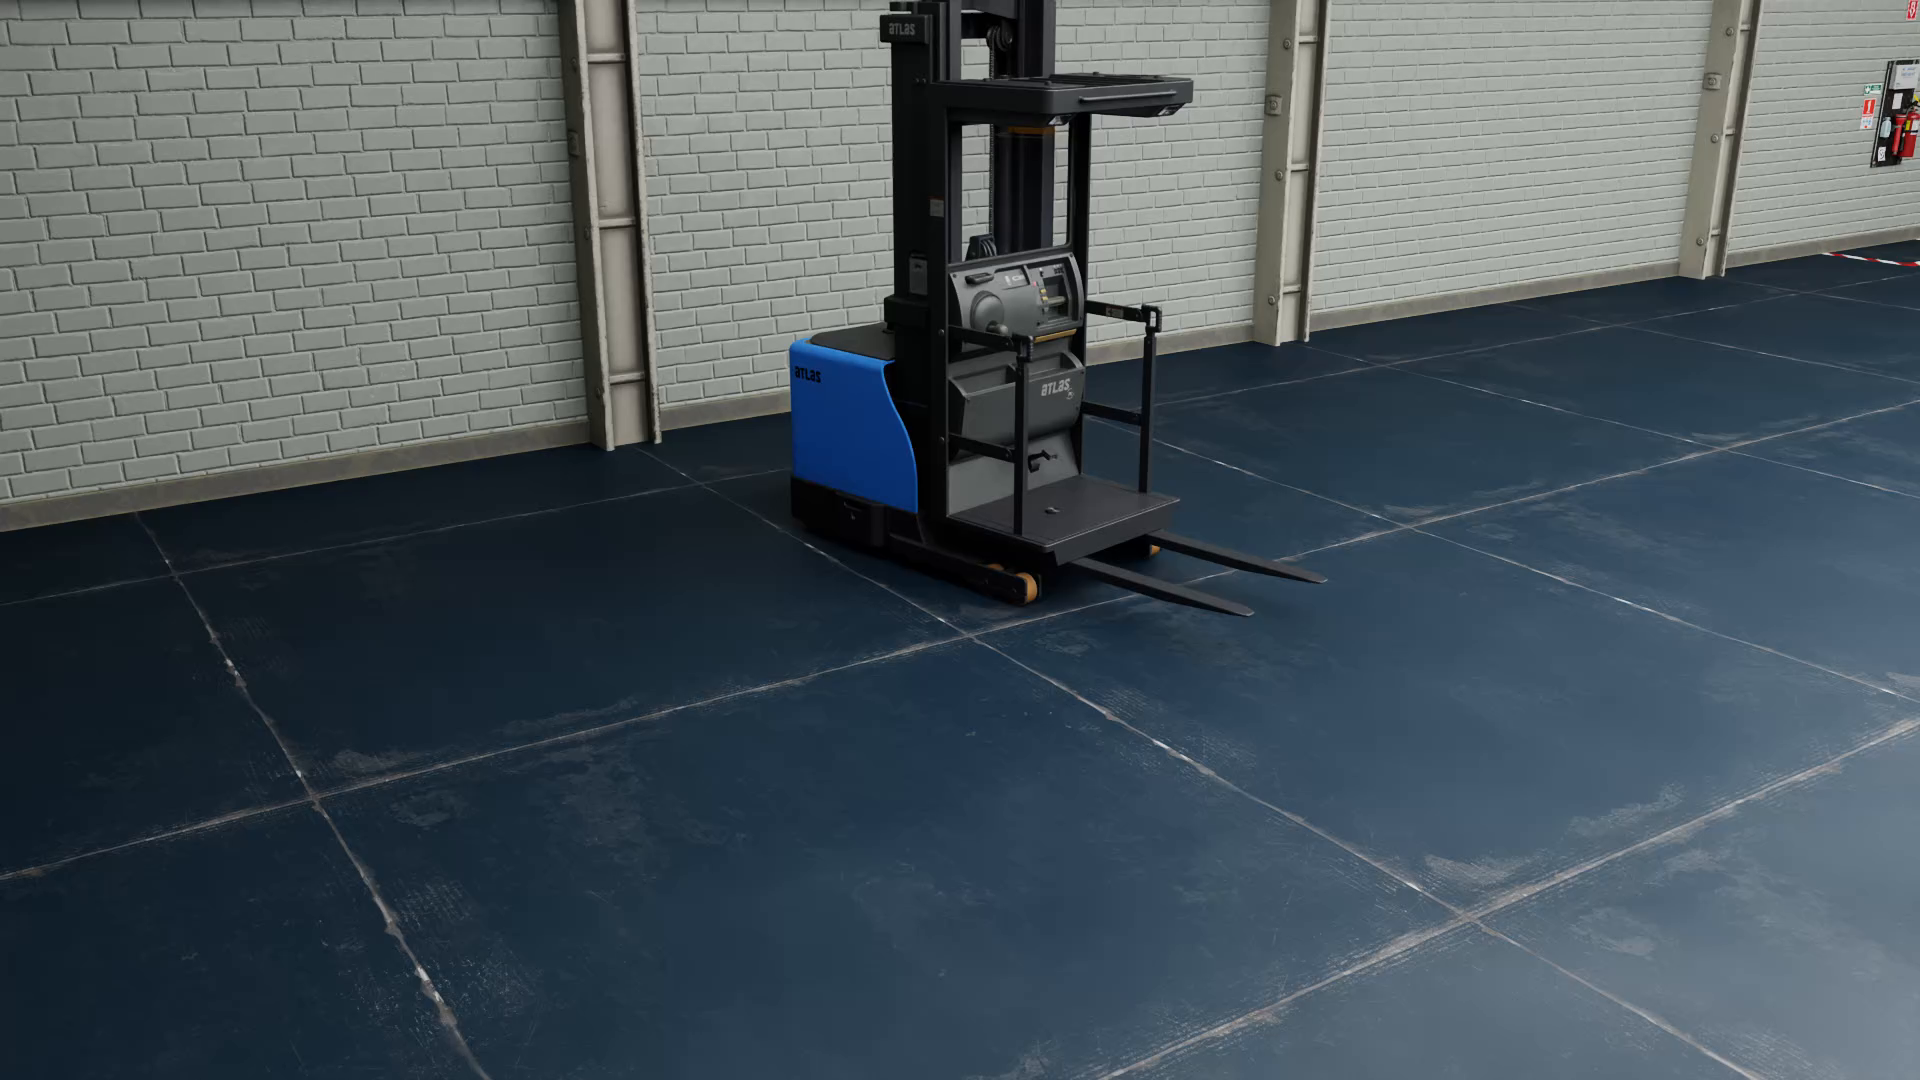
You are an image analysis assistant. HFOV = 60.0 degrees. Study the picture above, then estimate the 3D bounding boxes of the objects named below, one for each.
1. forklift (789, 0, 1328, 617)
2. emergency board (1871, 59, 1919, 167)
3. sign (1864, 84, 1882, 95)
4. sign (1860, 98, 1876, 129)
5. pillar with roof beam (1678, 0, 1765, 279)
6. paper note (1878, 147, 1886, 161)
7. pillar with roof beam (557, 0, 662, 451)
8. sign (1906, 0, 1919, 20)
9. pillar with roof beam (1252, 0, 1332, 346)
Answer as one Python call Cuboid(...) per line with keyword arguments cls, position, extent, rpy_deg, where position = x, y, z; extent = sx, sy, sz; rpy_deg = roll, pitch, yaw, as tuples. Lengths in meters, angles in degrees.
Cuboid(cls="forklift", position=(0.451, -1.248, 8.360), extent=(3.031, 2.935, 1.130), rpy_deg=(17, 25, 41))
Cuboid(cls="emergency board", position=(10.695, -4.830, 18.847), extent=(0.643, 1.169, 0.194), rpy_deg=(-12, 22, -31))
Cuboid(cls="sign", position=(10.185, -5.026, 18.546), extent=(0.331, 0.109, 0.001), rpy_deg=(-12, 22, -31))
Cuboid(cls="sign", position=(10.176, -4.777, 18.635), extent=(0.234, 0.329, 0.001), rpy_deg=(-12, 22, -31))
Cuboid(cls="pillar with roof beam", position=(10.136, -5.888, 12.612), extent=(0.400, 9.000, 9.100), rpy_deg=(-12, 22, -31))
Cuboid(cls="paper note", position=(10.509, -4.400, 18.951), extent=(0.142, 0.148, 0.016), rpy_deg=(-12, 22, -31))
Cuboid(cls="pillar with roof beam", position=(0.114, -3.775, 6.360), extent=(0.400, 9.000, 9.100), rpy_deg=(-12, 22, -31))
Cuboid(cls="sign", position=(10.633, -5.953, 18.551), extent=(0.199, 0.298, 0.001), rpy_deg=(-12, 22, -31))
Cuboid(cls="pillar with roof beam", position=(5.125, -4.832, 9.486), extent=(0.400, 9.000, 9.100), rpy_deg=(-12, 22, -31))
